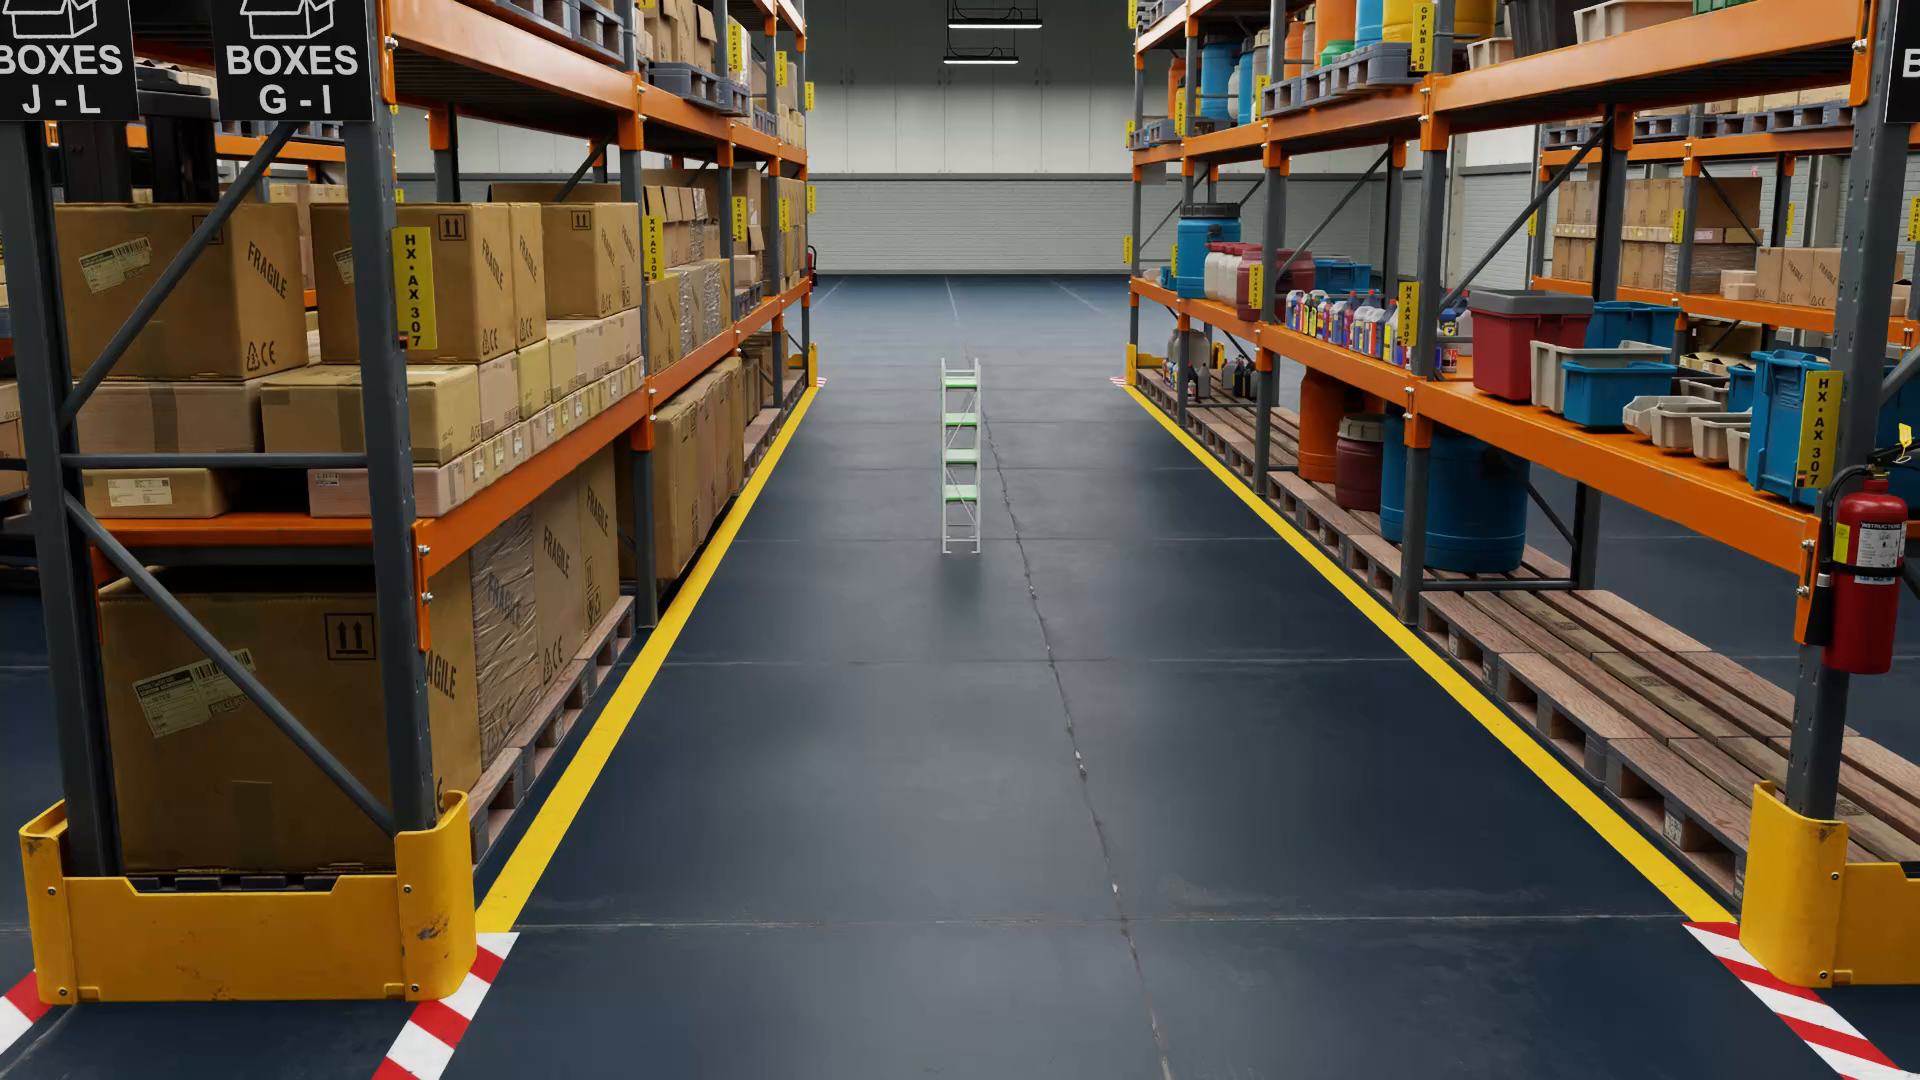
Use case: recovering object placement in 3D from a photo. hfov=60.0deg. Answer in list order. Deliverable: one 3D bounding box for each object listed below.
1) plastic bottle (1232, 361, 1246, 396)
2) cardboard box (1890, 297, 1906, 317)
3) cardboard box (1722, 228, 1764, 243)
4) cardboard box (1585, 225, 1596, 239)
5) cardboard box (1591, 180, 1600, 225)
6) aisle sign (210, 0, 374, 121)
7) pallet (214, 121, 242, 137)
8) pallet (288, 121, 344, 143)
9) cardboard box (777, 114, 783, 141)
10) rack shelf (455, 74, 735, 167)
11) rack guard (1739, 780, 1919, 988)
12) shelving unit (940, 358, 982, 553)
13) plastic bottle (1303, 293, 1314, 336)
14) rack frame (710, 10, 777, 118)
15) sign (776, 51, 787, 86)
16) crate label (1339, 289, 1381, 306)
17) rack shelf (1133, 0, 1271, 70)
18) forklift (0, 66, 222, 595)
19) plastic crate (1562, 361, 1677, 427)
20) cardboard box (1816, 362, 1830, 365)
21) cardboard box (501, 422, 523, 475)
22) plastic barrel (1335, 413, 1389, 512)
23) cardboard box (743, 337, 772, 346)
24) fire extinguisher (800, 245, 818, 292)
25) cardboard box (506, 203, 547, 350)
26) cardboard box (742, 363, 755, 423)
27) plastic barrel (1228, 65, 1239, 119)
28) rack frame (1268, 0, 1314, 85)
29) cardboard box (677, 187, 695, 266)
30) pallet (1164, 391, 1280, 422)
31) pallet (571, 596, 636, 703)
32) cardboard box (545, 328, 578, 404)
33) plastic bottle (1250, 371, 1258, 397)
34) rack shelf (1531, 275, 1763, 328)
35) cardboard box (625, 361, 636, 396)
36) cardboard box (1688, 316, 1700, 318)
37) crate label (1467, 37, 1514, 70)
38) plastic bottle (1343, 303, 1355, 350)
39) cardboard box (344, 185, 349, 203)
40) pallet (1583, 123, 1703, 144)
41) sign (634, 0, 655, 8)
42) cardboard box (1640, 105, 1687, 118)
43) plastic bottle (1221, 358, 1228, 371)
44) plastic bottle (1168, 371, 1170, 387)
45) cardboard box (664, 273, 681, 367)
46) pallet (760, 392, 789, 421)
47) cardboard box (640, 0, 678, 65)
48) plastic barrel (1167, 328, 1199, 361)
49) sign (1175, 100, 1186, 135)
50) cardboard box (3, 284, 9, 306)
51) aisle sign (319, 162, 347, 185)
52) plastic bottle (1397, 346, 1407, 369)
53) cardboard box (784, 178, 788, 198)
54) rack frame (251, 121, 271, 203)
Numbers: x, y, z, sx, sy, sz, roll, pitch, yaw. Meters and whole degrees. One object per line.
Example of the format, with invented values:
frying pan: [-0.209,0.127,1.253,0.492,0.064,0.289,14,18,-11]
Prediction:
plastic bottle: [2.938,-1.695,17.428,0.144,0.351,0.185,0,11,-1]
cardboard box: [7.424,-1.895,13.490,0.380,0.149,0.250,0,11,-1]
cardboard box: [7.825,-3.057,16.701,0.380,0.149,0.250,0,11,-1]
cardboard box: [7.370,-3.514,18.953,0.380,0.149,0.250,-1,11,-3]
cardboard box: [7.579,-3.808,18.770,0.700,0.500,0.500,0,11,-1]
aisle sign: [-1.718,-1.472,4.231,0.394,0.787,0.004,0,11,-1]
pallet: [-7.161,-3.790,15.134,0.805,0.209,1.217,-1,11,-3]
pallet: [-7.258,-4.427,18.015,1.003,0.211,1.213,0,11,-1]
cardboard box: [-2.021,-4.083,16.474,0.500,0.250,0.500,-1,11,-3]
rack shelf: [-2.144,-2.521,10.206,1.077,0.370,4.000,0,11,-1]
rack guard: [2.946,0.999,4.879,1.175,0.500,0.348,0,11,-1]
shelving unit: [0.003,-0.555,10.778,0.258,1.200,0.503,0,11,-1]
plastic bottle: [2.419,-1.558,11.488,0.061,0.283,0.133,0,11,-1]
rack frame: [-2.268,-5.536,15.715,1.000,3.000,0.127,0,11,-1]
sign: [-1.713,-4.516,15.937,0.100,0.325,0.005,0,11,-1]
crate label: [3.133,-1.825,12.930,0.303,0.233,0.416,0,11,-1]
rack shelf: [2.643,-5.406,17.886,1.077,0.370,4.000,0,11,-1]
forklift: [-5.126,-1.219,9.695,3.031,2.935,1.130,3,12,14]
plastic crate: [2.633,-0.586,6.672,0.416,0.233,0.300,0,11,-1]
cardboard box: [7.956,-1.487,15.295,0.500,0.311,0.500,0,11,-1]
cardboard box: [-1.716,-0.313,5.691,0.380,0.149,0.250,0,11,-2]
plastic barrel: [2.817,-0.524,11.105,0.600,0.588,0.708,0,11,-1]
cardboard box: [-2.314,-2.005,18.627,0.500,0.500,0.500,1,11,4]
fire extinguisher: [-1.892,-3.378,20.360,0.296,0.674,0.183,0,11,-1]
cardboard box: [-1.787,-0.949,5.938,0.500,0.500,0.500,-1,11,-3]
cardboard box: [-2.286,-1.370,15.447,0.700,0.500,0.500,0,11,-2]
plastic barrel: [2.872,-4.434,16.487,0.421,0.512,0.421,0,11,0]
rack frame: [2.767,-4.761,11.896,1.000,3.000,0.127,0,11,-1]
cardboard box: [-2.176,-2.067,10.927,0.797,0.503,0.637,0,11,0]
pallet: [2.712,-1.384,17.348,1.003,0.211,1.213,0,11,-1]
pallet: [-2.165,0.512,8.003,1.003,0.211,1.213,0,11,-1]
cardboard box: [-1.800,-0.686,6.527,0.500,0.250,0.500,0,11,-2]
plastic bottle: [3.082,-1.627,17.276,0.152,0.276,0.135,0,11,1]
rack shelf: [7.595,-2.681,18.540,1.077,0.370,4.000,0,11,-1]
cardboard box: [-1.763,-0.772,7.953,0.380,0.149,0.250,0,11,0]
cardboard box: [7.907,-2.254,18.596,0.500,0.500,0.500,0,11,-1]
crate label: [2.571,-2.269,7.816,0.293,0.136,0.466,0,11,-1]
plastic bottle: [2.442,-1.338,10.401,0.061,0.283,0.133,0,11,-1]
cardboard box: [-7.363,-3.699,18.654,0.875,0.550,0.550,0,11,-1]
pallet: [7.571,-4.474,18.247,1.003,0.211,1.213,0,11,-1]
sign: [-1.548,-2.771,8.128,0.100,0.325,0.005,0,11,-1]
cardboard box: [7.729,-4.759,17.760,0.797,0.503,0.637,1,12,5]
plastic bottle: [2.949,-1.882,18.517,0.061,0.283,0.133,0,11,-1]
plastic bottle: [2.339,-1.786,18.252,0.097,0.201,0.097,0,11,0]
cardboard box: [-1.873,-1.247,9.411,0.500,0.500,0.500,0,11,-1]
pallet: [-2.317,-1.363,17.246,1.003,0.211,1.213,0,11,-1]
cardboard box: [-2.122,-3.121,10.041,0.797,0.503,0.637,0,11,-2]
plastic barrel: [2.691,-2.268,19.893,0.421,0.512,0.421,0,11,0]
sign: [2.134,-4.091,16.112,0.100,0.325,0.005,0,11,-1]
cardboard box: [-6.667,-1.687,11.405,0.380,0.149,0.250,0,11,0]
aisle sign: [-7.613,-4.678,20.034,0.394,0.787,0.004,0,11,-1]
plastic bottle: [2.468,-1.092,9.190,0.061,0.283,0.133,0,11,-1]
cardboard box: [-2.035,-3.471,17.109,0.500,0.500,0.500,0,11,-1]
rack frame: [-7.229,-2.596,16.310,1.000,3.000,0.127,0,11,-1]
